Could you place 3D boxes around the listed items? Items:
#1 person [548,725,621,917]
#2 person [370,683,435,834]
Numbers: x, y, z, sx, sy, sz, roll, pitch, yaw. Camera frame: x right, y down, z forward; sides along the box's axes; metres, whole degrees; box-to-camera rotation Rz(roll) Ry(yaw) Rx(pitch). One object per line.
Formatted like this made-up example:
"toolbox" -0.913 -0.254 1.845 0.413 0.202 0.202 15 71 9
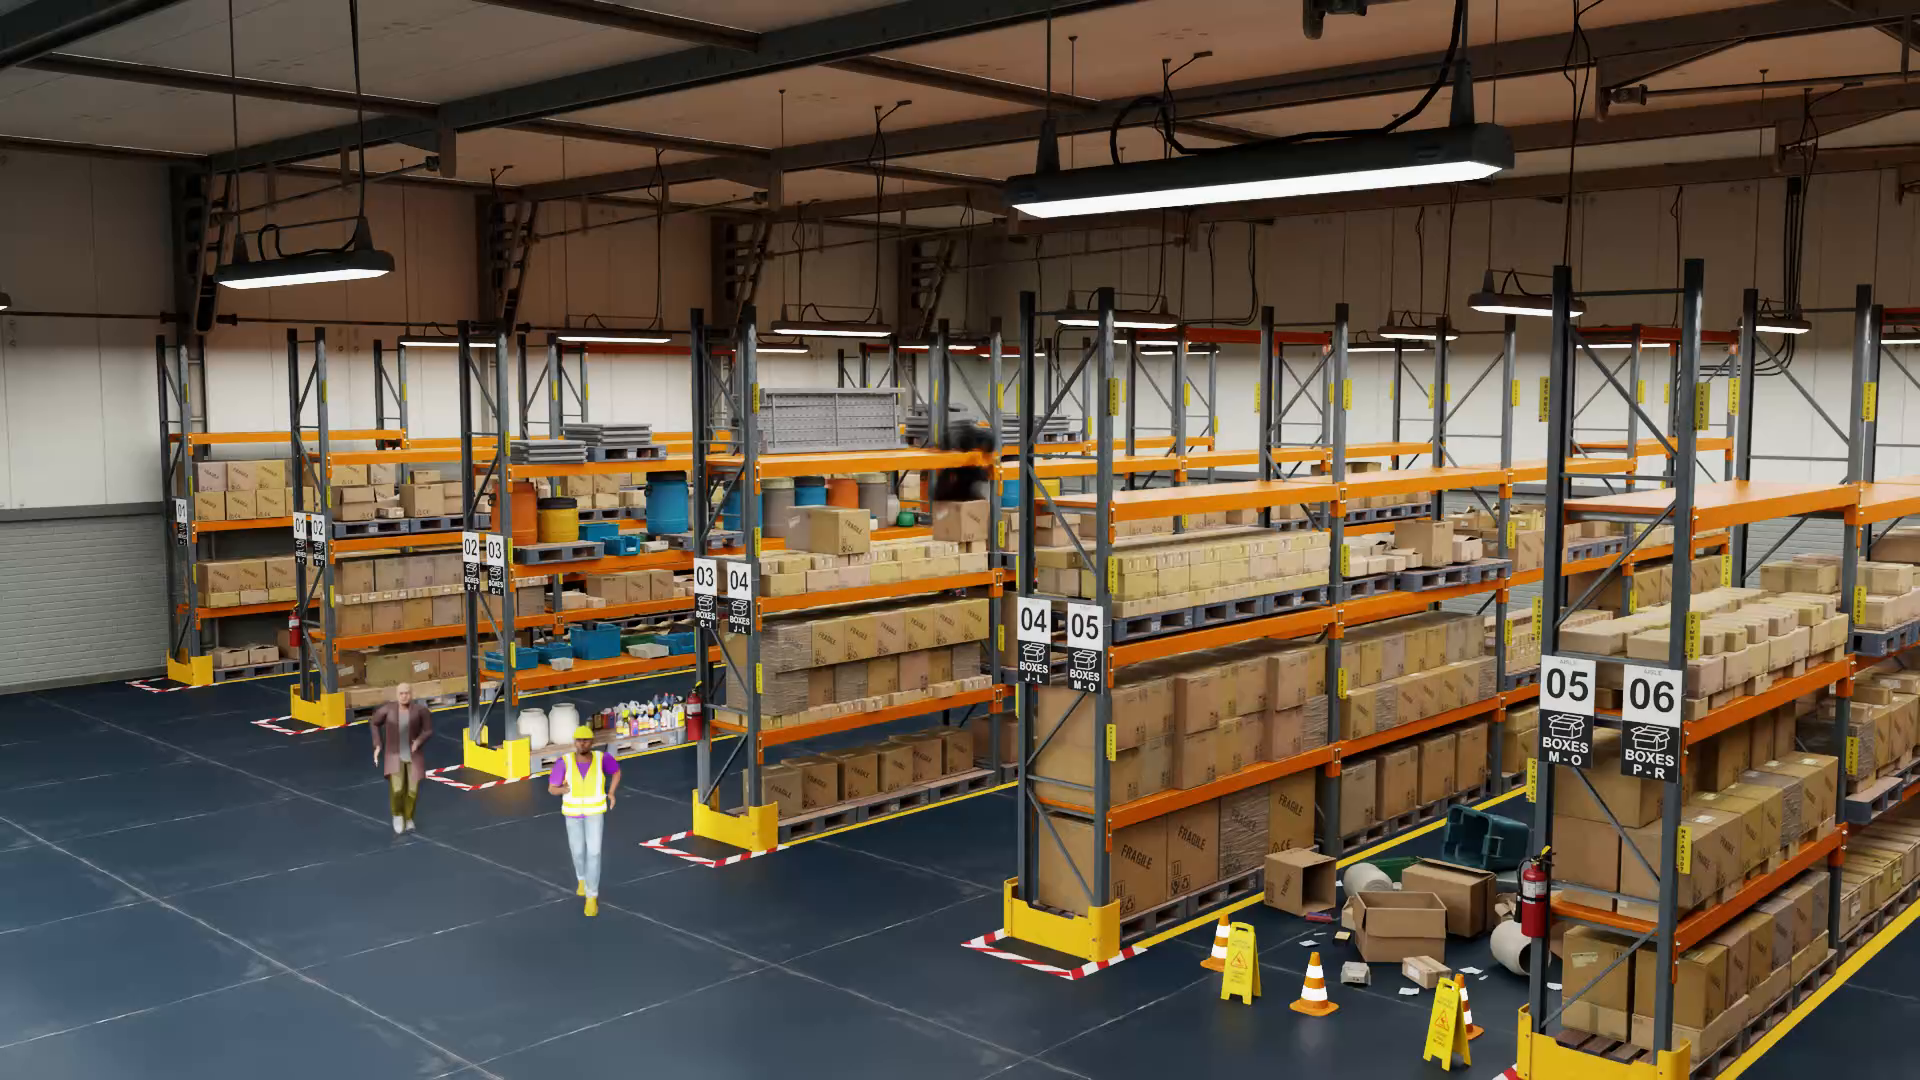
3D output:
"person" -3.710 2.723 16.414 0.682 1.800 0.813 -1 5 -6
"person" -6.357 2.500 19.015 0.682 1.744 0.806 -2 6 -23
